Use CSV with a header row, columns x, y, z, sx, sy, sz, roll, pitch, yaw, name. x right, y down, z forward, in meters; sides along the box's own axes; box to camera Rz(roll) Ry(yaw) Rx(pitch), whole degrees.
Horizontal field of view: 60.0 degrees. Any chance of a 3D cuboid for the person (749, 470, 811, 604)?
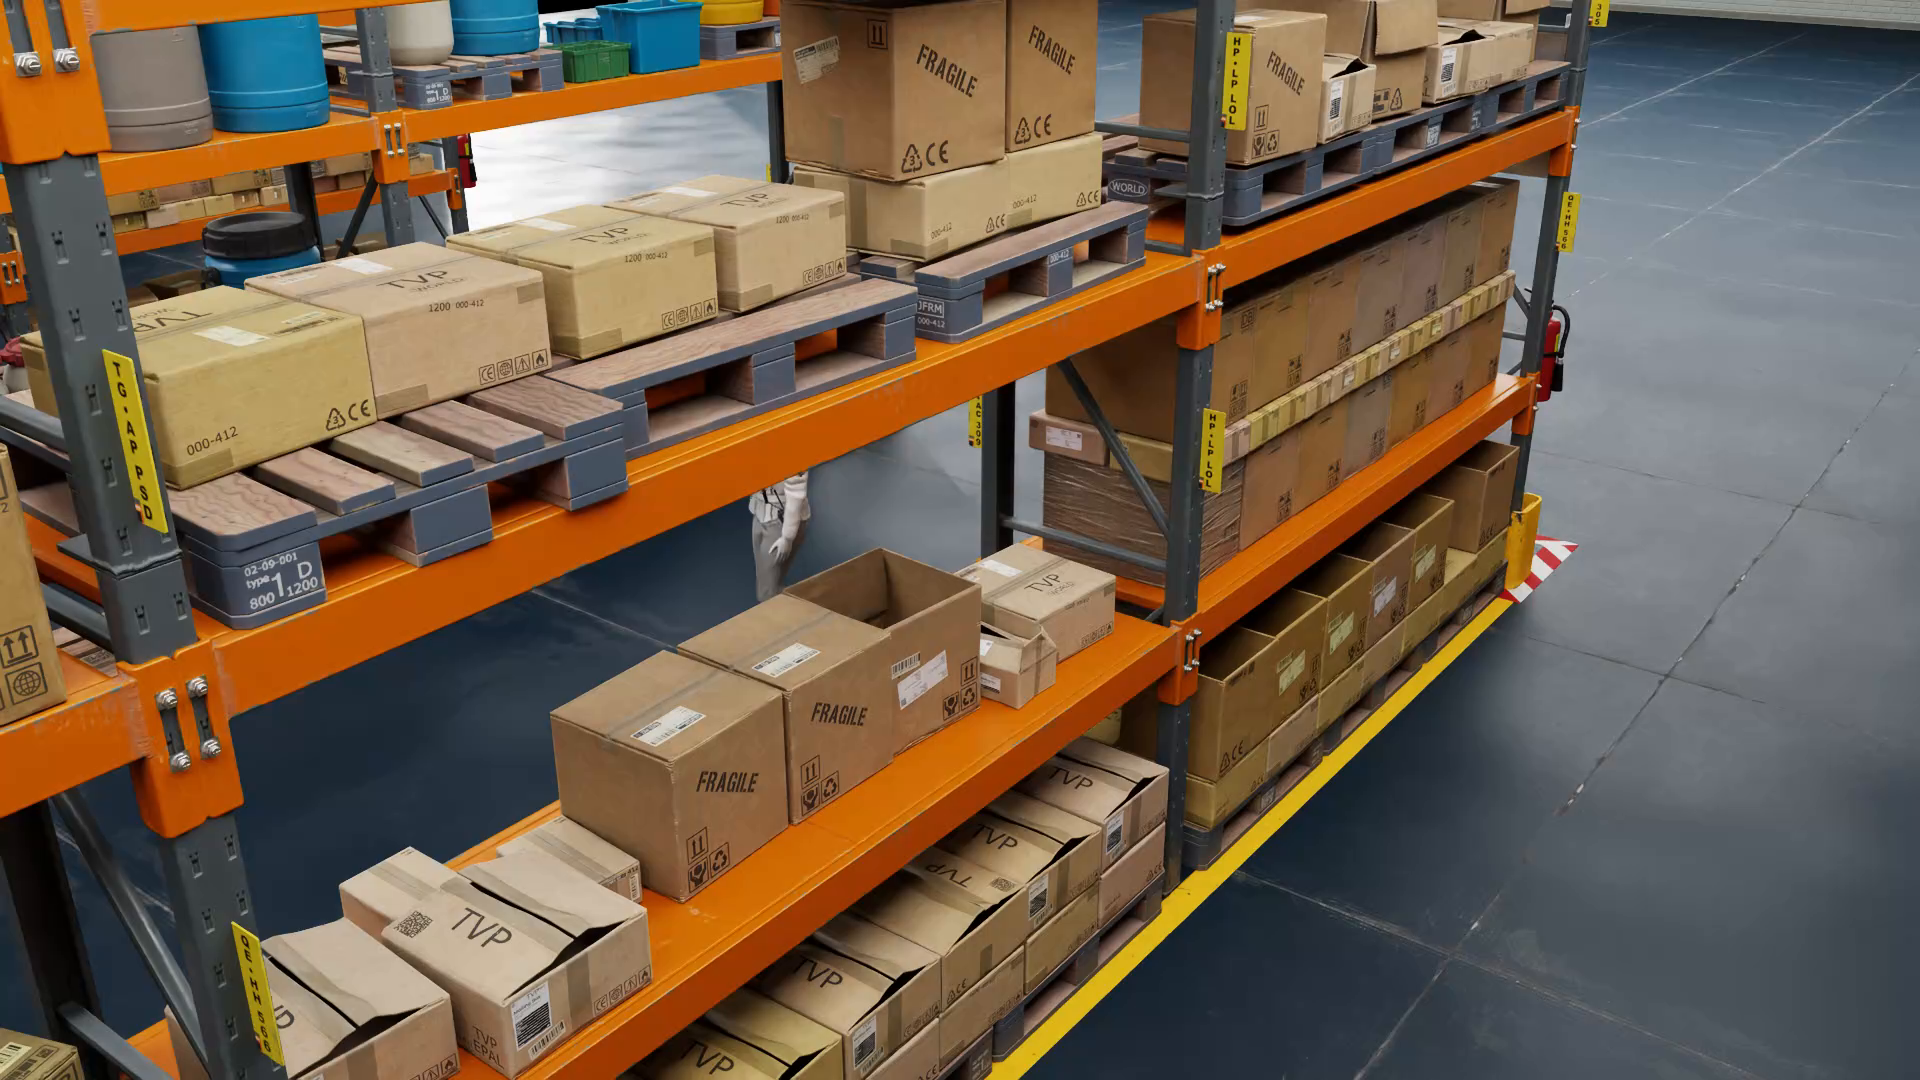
x,y,z,sx,sy,sz,roll,pitch,yaw,name
-0.970,-0.090,8.776,0.504,1.655,0.503,-12,26,-25,person
